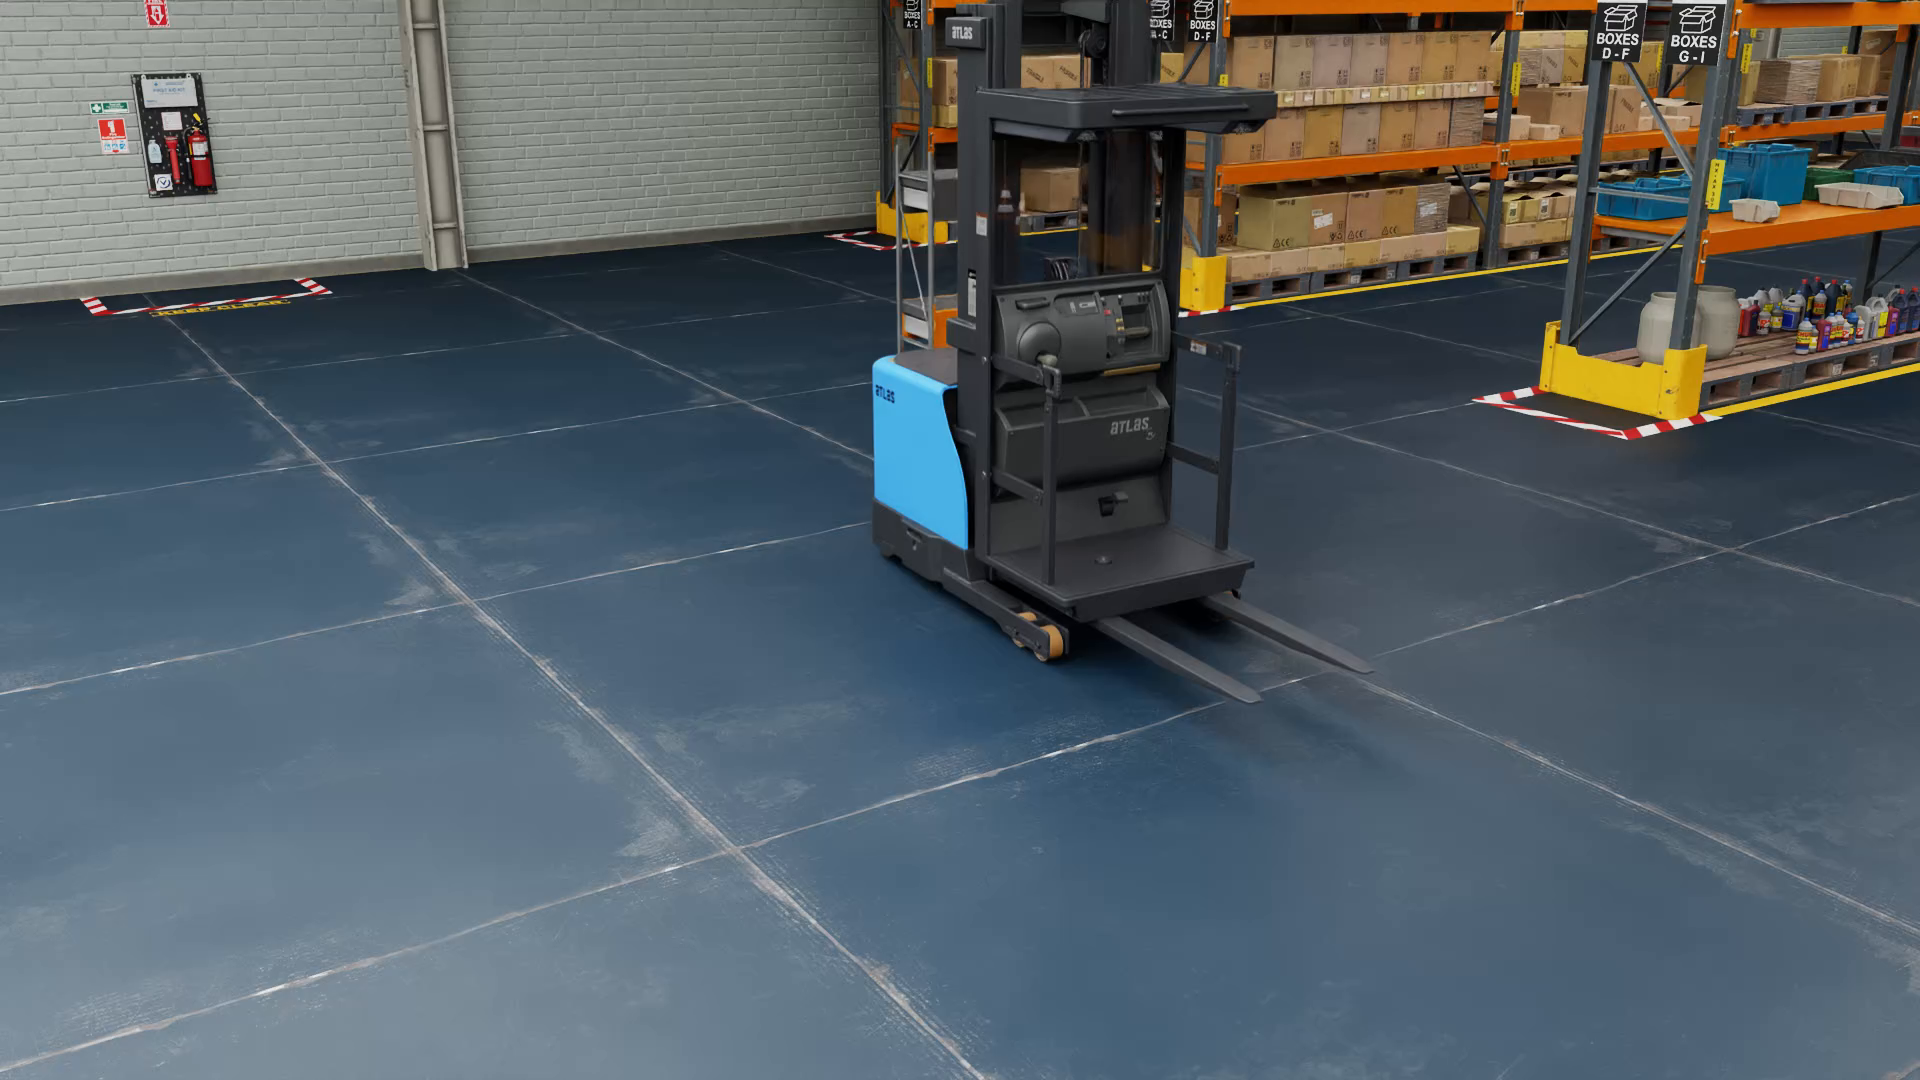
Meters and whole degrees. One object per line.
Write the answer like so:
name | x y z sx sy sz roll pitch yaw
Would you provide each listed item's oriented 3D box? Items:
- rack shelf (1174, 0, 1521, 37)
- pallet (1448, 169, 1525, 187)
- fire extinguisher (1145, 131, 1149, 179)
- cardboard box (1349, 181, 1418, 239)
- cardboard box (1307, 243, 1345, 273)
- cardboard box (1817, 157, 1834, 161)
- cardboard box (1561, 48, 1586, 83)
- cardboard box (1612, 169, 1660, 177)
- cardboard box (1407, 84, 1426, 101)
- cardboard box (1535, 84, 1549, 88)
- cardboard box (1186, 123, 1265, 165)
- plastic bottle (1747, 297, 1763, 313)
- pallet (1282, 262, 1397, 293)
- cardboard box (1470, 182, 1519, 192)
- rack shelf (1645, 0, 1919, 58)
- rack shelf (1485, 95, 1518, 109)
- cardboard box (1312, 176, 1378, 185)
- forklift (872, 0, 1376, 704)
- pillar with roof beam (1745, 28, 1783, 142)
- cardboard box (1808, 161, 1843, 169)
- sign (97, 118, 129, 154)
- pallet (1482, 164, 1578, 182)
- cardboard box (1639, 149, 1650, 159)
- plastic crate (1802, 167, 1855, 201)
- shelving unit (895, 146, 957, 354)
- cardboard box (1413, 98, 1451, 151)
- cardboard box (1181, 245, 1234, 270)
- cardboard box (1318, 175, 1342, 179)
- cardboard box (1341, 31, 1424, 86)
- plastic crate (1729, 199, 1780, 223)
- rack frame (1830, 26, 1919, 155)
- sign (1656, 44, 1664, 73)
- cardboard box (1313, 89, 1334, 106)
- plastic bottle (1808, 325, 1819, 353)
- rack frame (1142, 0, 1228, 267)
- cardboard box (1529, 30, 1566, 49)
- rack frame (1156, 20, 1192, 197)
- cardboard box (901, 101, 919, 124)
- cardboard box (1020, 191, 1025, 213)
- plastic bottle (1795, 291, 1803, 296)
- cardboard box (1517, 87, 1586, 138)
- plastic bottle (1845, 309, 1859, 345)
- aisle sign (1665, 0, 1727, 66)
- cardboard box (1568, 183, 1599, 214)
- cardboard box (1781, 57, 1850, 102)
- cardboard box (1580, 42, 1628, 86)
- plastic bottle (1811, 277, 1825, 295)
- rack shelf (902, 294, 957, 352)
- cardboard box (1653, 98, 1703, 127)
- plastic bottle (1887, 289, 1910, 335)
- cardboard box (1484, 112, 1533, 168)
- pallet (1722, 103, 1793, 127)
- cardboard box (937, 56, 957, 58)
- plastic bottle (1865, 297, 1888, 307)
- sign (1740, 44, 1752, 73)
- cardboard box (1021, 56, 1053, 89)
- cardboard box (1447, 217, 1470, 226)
rack shelf | 3.752 -5.177 16.315 4.000 0.370 1.077 -12 22 -31
pallet | 7.753 -5.490 25.153 1.213 0.211 1.003 -12 22 -31
fire extinguisher | 1.727 -3.812 15.957 0.183 0.674 0.296 -12 22 -31
cardboard box | 4.315 -3.387 17.046 0.500 0.500 0.500 -12 22 -31
cardboard box | 3.485 -2.853 16.638 0.500 0.250 0.500 -12 22 -31
cardboard box | 11.126 -4.766 21.874 0.500 0.500 0.500 -12 22 -31
cardboard box | 9.129 -7.232 25.301 0.500 0.500 0.500 -12 22 -32
cardboard box | 8.164 -4.302 20.049 0.500 0.311 0.500 -11 22 -30
cardboard box | 4.462 -4.520 16.763 0.250 0.149 0.380 -12 22 -32
cardboard box | 8.622 -6.792 25.011 0.250 0.149 0.380 -12 22 -31
cardboard box | 2.478 -3.871 15.855 0.500 0.500 0.700 -12 22 -31
plastic bottle | 6.436 -1.840 13.569 0.135 0.276 0.152 -13 22 -33
pallet | 3.715 -2.783 17.148 1.213 0.211 1.003 -12 22 -31
cardboard box | 6.033 -3.853 18.720 0.500 0.311 0.500 -11 22 -30
rack shelf | 6.473 -3.852 12.394 4.000 0.370 1.077 -12 22 -31
rack shelf | 7.705 -6.490 24.881 4.000 0.370 1.077 -12 22 -31
cardboard box | 4.027 -3.527 17.460 0.500 0.500 0.500 -12 22 -31
forklift | 0.695 -1.000 7.627 1.130 2.935 3.031 -10 21 -28
pillar with roof beam | 16.863 -10.285 25.616 0.400 9.000 9.100 -12 22 -31
cardboard box | 11.012 -4.546 21.225 0.500 0.500 0.500 -12 22 -31
sign | -8.152 -3.889 16.009 0.234 0.329 0.001 -12 22 -31
pallet | 8.773 -5.706 25.793 1.213 0.211 1.003 -12 22 -31
cardboard box | 10.908 -6.479 26.974 0.500 0.500 0.700 -11 22 -30
plastic crate | 6.854 -2.860 13.351 0.662 0.188 0.450 -12 22 -31
shelving unit | -0.034 -1.123 9.288 0.503 2.100 0.431 -10 21 -28
cardboard box | 4.618 -4.322 17.190 0.500 0.500 0.700 -12 22 -32
cardboard box | 2.367 -2.815 16.525 0.500 0.250 0.500 -12 22 -31
cardboard box | 4.968 -5.302 23.461 0.500 0.500 0.700 -12 22 -31
cardboard box | 4.215 -4.854 16.738 0.500 0.500 0.700 -12 22 -31
plastic crate | 5.727 -2.366 11.971 0.250 0.136 0.298 -12 22 -31
rack frame | 12.103 -5.859 21.891 0.127 3.000 1.000 -12 22 -31
sign | 8.456 -5.809 20.058 0.005 0.325 0.100 -12 22 -31
cardboard box | 3.389 -4.293 16.092 0.250 0.149 0.380 -13 23 -33
plastic bottle | 6.574 -1.556 12.847 0.097 0.201 0.097 0 19 0
rack frame | 2.081 -3.745 15.638 0.127 3.000 1.000 -12 22 -31
cardboard box | 8.694 -7.498 24.916 0.500 0.250 0.500 -11 22 -30
rack frame | 2.694 -5.774 21.640 0.127 3.000 1.000 -12 22 -31
cardboard box | -0.363 -5.142 19.973 0.500 0.250 0.500 -12 22 -31
cardboard box | 0.457 -4.202 20.502 0.500 0.311 0.500 -10 21 -27
plastic bottle | 6.981 -1.939 13.871 0.097 0.271 0.097 0 19 0
cardboard box | 6.512 -4.721 18.368 0.500 0.500 0.500 -10 21 -28
plastic bottle | 7.027 -1.685 13.118 0.097 0.271 0.097 0 19 0
aisle sign | 4.903 -3.560 11.032 0.004 0.787 0.394 -12 22 -31
cardboard box | 7.187 -3.889 18.826 0.500 0.311 0.500 -11 22 -30
cardboard box | 10.662 -5.777 20.838 0.700 0.500 0.500 16 24 39
cardboard box | 9.838 -7.416 26.030 0.700 0.700 0.980 -12 22 -31
plastic bottle | 7.241 -2.046 14.063 0.185 0.351 0.144 -11 22 -30
rack shelf | -0.034 -1.110 9.292 0.480 0.518 0.431 -10 21 -28
cardboard box | 8.435 -5.059 19.666 0.500 0.311 0.500 -10 21 -28
plastic bottle | 7.603 -1.853 13.492 0.185 0.351 0.144 -13 23 -34
cardboard box | 8.164 -6.057 25.178 0.750 0.750 0.750 -11 22 -30
pallet | 9.290 -5.201 20.246 1.003 0.211 1.213 -12 22 -31
cardboard box | 0.056 -5.589 20.125 0.500 0.500 0.500 -12 22 -31
plastic bottle | 7.501 -1.853 13.608 0.135 0.276 0.152 -12 22 -31
sign | 9.071 -5.555 19.184 0.005 0.325 0.100 -12 22 -31
cardboard box | 0.771 -5.540 19.981 0.500 0.500 0.500 -13 22 -33
cardboard box | 5.609 -3.496 18.541 0.500 0.250 0.500 -12 22 -32
